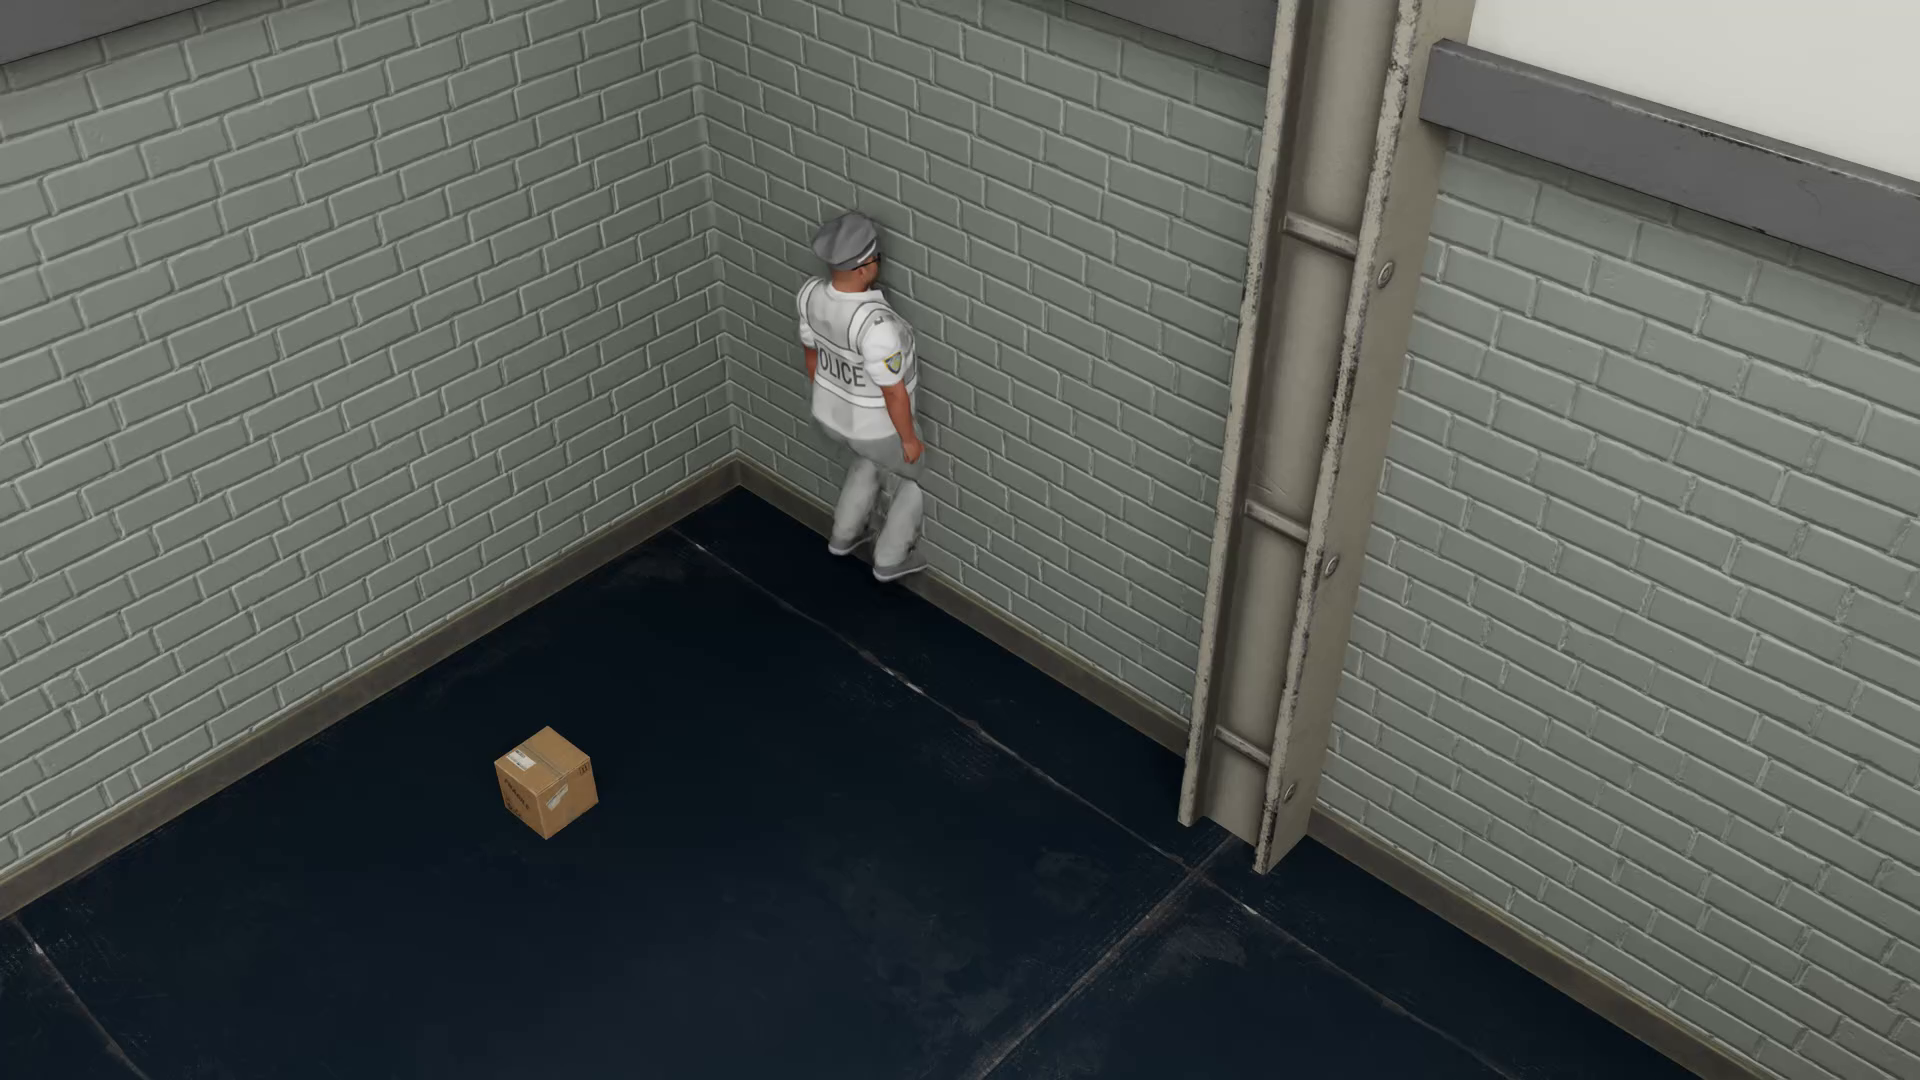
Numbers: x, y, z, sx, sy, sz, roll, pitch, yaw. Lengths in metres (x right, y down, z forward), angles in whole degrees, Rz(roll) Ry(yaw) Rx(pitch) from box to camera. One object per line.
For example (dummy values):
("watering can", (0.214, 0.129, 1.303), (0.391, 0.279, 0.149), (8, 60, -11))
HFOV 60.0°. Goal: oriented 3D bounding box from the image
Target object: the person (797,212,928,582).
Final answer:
("person", (-0.335, -0.578, 6.714), (0.534, 1.660, 0.489), (32, 49, 33))
